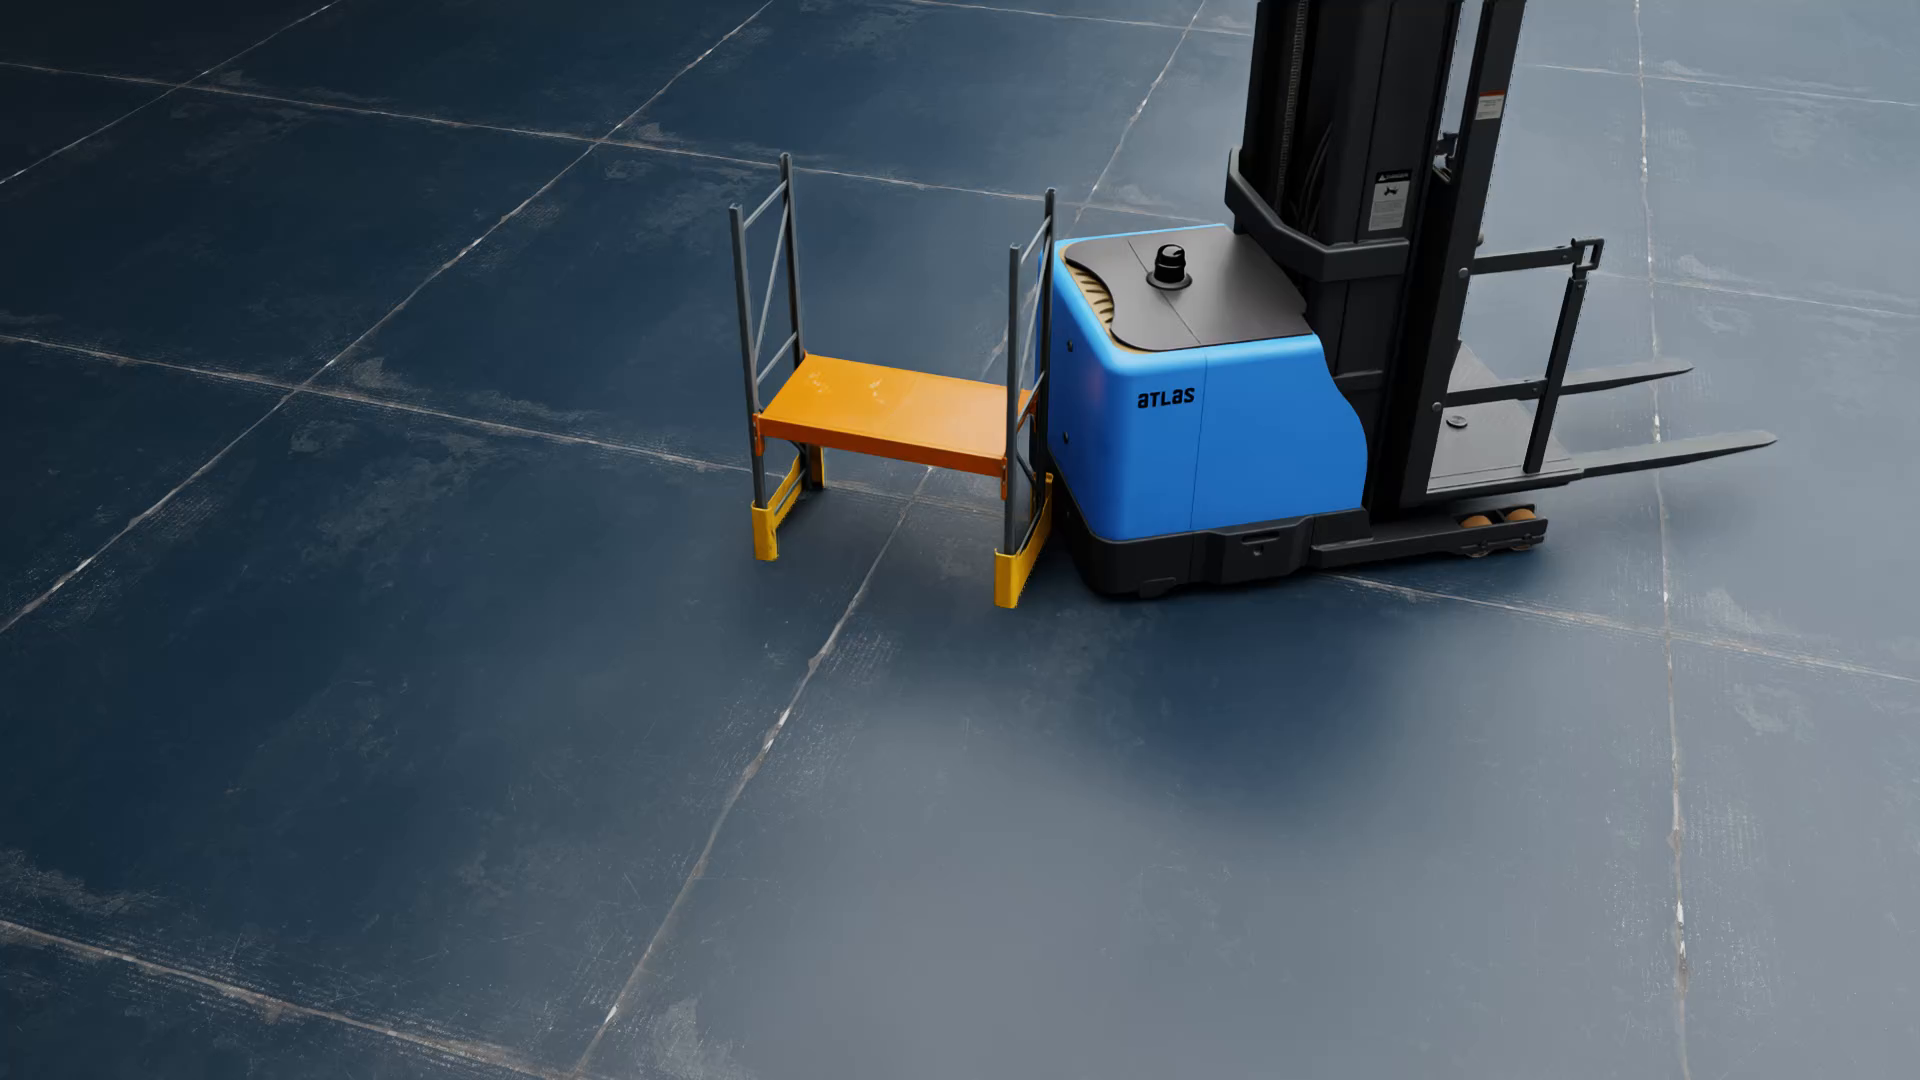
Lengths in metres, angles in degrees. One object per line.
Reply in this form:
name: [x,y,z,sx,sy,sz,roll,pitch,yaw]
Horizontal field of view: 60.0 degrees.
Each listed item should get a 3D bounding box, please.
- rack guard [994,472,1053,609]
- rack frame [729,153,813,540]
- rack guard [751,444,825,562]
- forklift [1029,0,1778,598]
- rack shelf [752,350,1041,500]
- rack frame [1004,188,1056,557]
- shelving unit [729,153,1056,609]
rack guard: [0.253,-0.006,6.547,0.087,0.250,0.587,11,38,14]
rack frame: [-0.715,-0.690,6.422,0.032,1.500,0.500,11,38,14]
rack guard: [-0.697,-0.183,6.788,0.087,0.250,0.587,11,38,14]
forklift: [1.866,-1.409,6.192,3.031,2.935,1.130,-8,37,-10]
rack shelf: [-0.230,-0.454,6.406,1.000,0.185,0.538,11,38,14]
rack frame: [0.254,-0.509,6.176,0.032,1.500,0.500,11,38,14]
shelving unit: [-0.222,-0.598,6.297,1.083,1.500,0.587,11,38,14]
